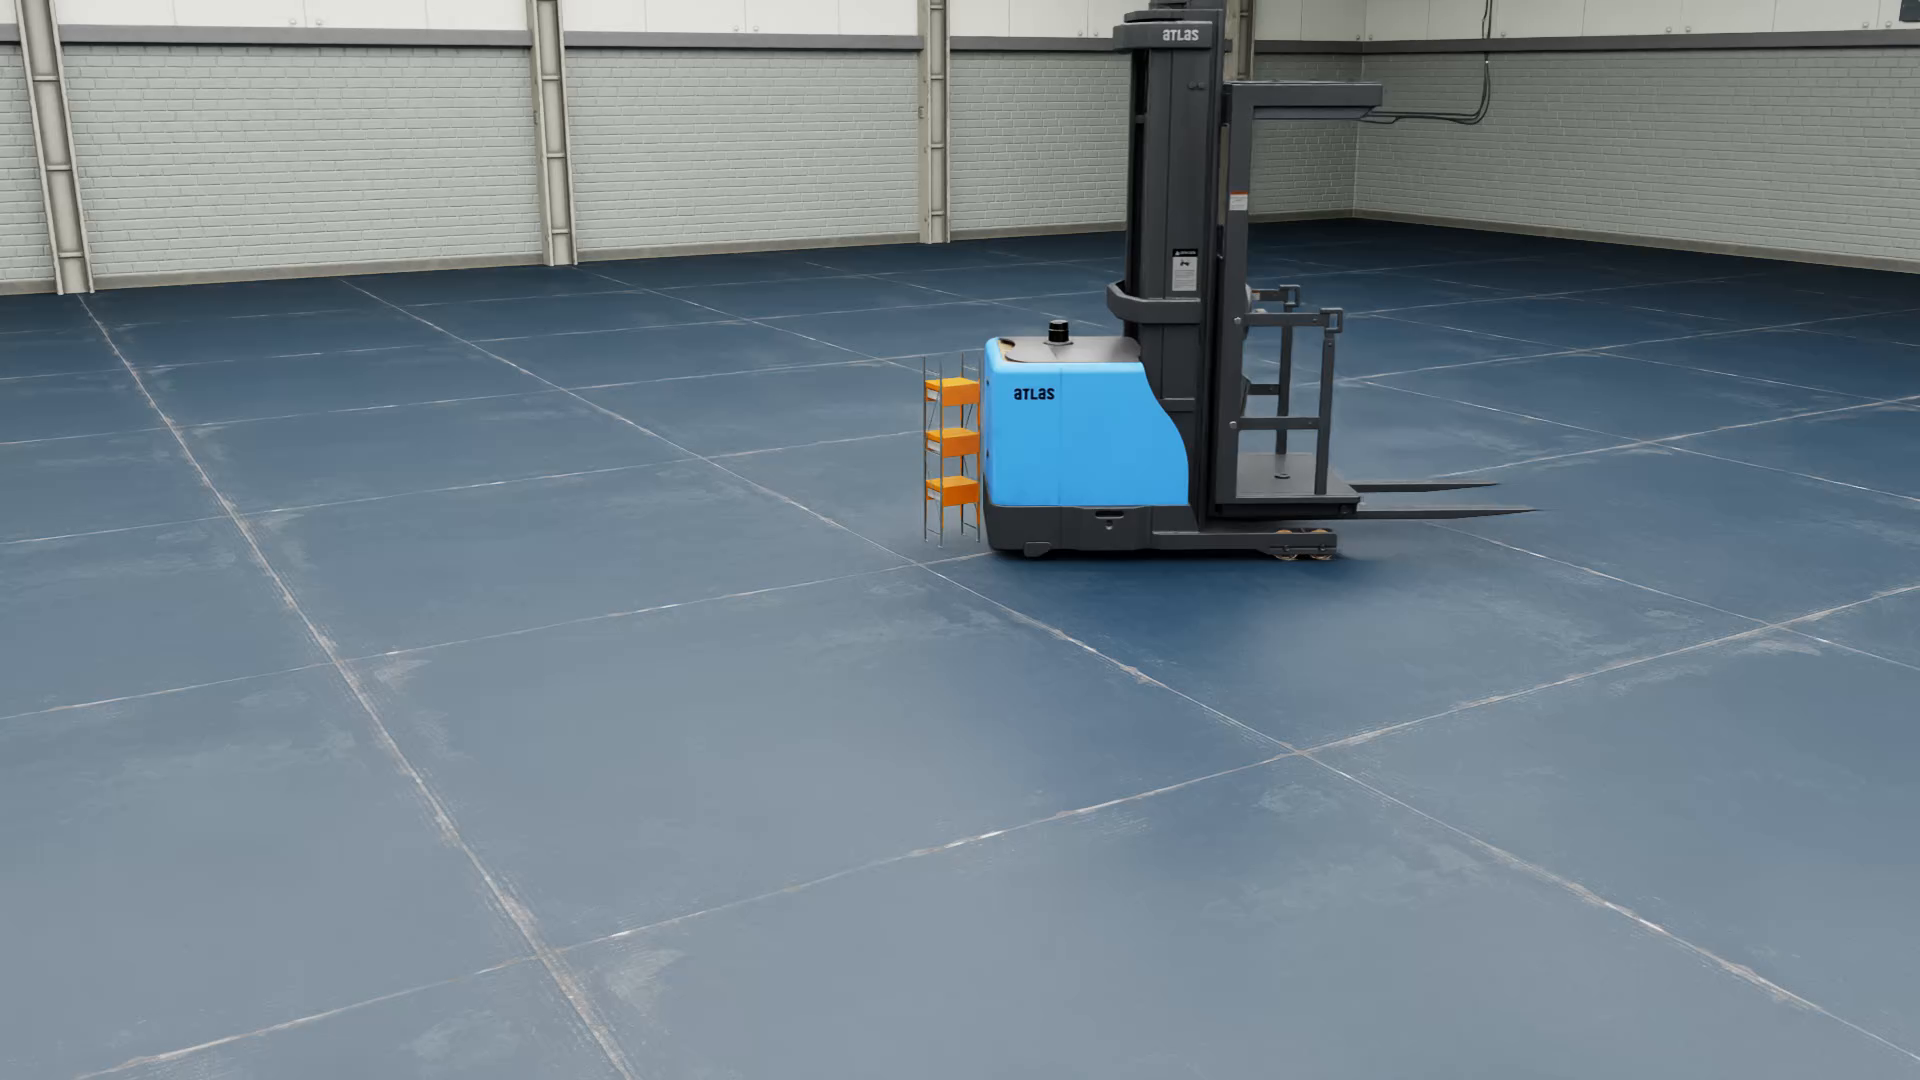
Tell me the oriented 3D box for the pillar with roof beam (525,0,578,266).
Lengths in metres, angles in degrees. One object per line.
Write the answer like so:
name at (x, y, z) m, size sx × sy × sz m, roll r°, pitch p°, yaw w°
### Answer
pillar with roof beam at (-3.325, -7.166, 18.301) m, size 0.400 × 9.000 × 9.100 m, roll -9°, pitch 18°, yaw -30°

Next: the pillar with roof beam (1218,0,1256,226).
pillar with roof beam at (6.961, -8.834, 24.251) m, size 0.400 × 9.000 × 9.100 m, roll -9°, pitch 18°, yaw -30°

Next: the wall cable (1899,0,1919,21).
wall cable at (12.826, -9.372, 19.871) m, size 0.169 × 6.003 × 2.305 m, roll -9°, pitch 18°, yaw -30°

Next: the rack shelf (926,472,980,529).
rack shelf at (-0.046, -0.220, 9.319) m, size 0.240 × 0.259 × 0.215 m, roll -9°, pitch 18°, yaw -30°

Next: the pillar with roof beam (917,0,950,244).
pillar with roof beam at (1.818, -8.000, 21.276) m, size 0.400 × 9.000 × 9.100 m, roll -9°, pitch 18°, yaw -30°

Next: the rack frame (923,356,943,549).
rack frame at (-0.150, -0.481, 9.181) m, size 0.008 × 1.050 × 0.200 m, roll -9°, pitch 18°, yaw -30°

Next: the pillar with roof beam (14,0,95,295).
pillar with roof beam at (-8.469, -6.332, 15.325) m, size 0.400 × 9.000 × 9.100 m, roll -9°, pitch 18°, yaw -30°

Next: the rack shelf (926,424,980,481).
rack shelf at (-0.046, -0.488, 9.244) m, size 0.240 × 0.259 × 0.215 m, roll -9°, pitch 18°, yaw -30°

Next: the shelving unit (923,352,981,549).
shelving unit at (-0.046, -0.498, 9.242) m, size 0.252 × 1.050 × 0.215 m, roll -9°, pitch 18°, yaw -30°

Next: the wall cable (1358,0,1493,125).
wall cable at (7.950, -8.438, 28.593) m, size 0.112 × 2.526 × 3.097 m, roll -9°, pitch 18°, yaw -30°

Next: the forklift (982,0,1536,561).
forklift at (1.660, -1.442, 9.124) m, size 3.031 × 2.935 × 1.130 m, roll 0°, pitch 16°, yaw -2°

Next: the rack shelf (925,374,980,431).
rack shelf at (-0.046, -0.761, 9.168) m, size 0.240 × 0.259 × 0.215 m, roll -9°, pitch 18°, yaw -30°

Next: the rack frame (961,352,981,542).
rack frame at (0.059, -0.515, 9.302) m, size 0.008 × 1.050 × 0.200 m, roll -9°, pitch 18°, yaw -30°
